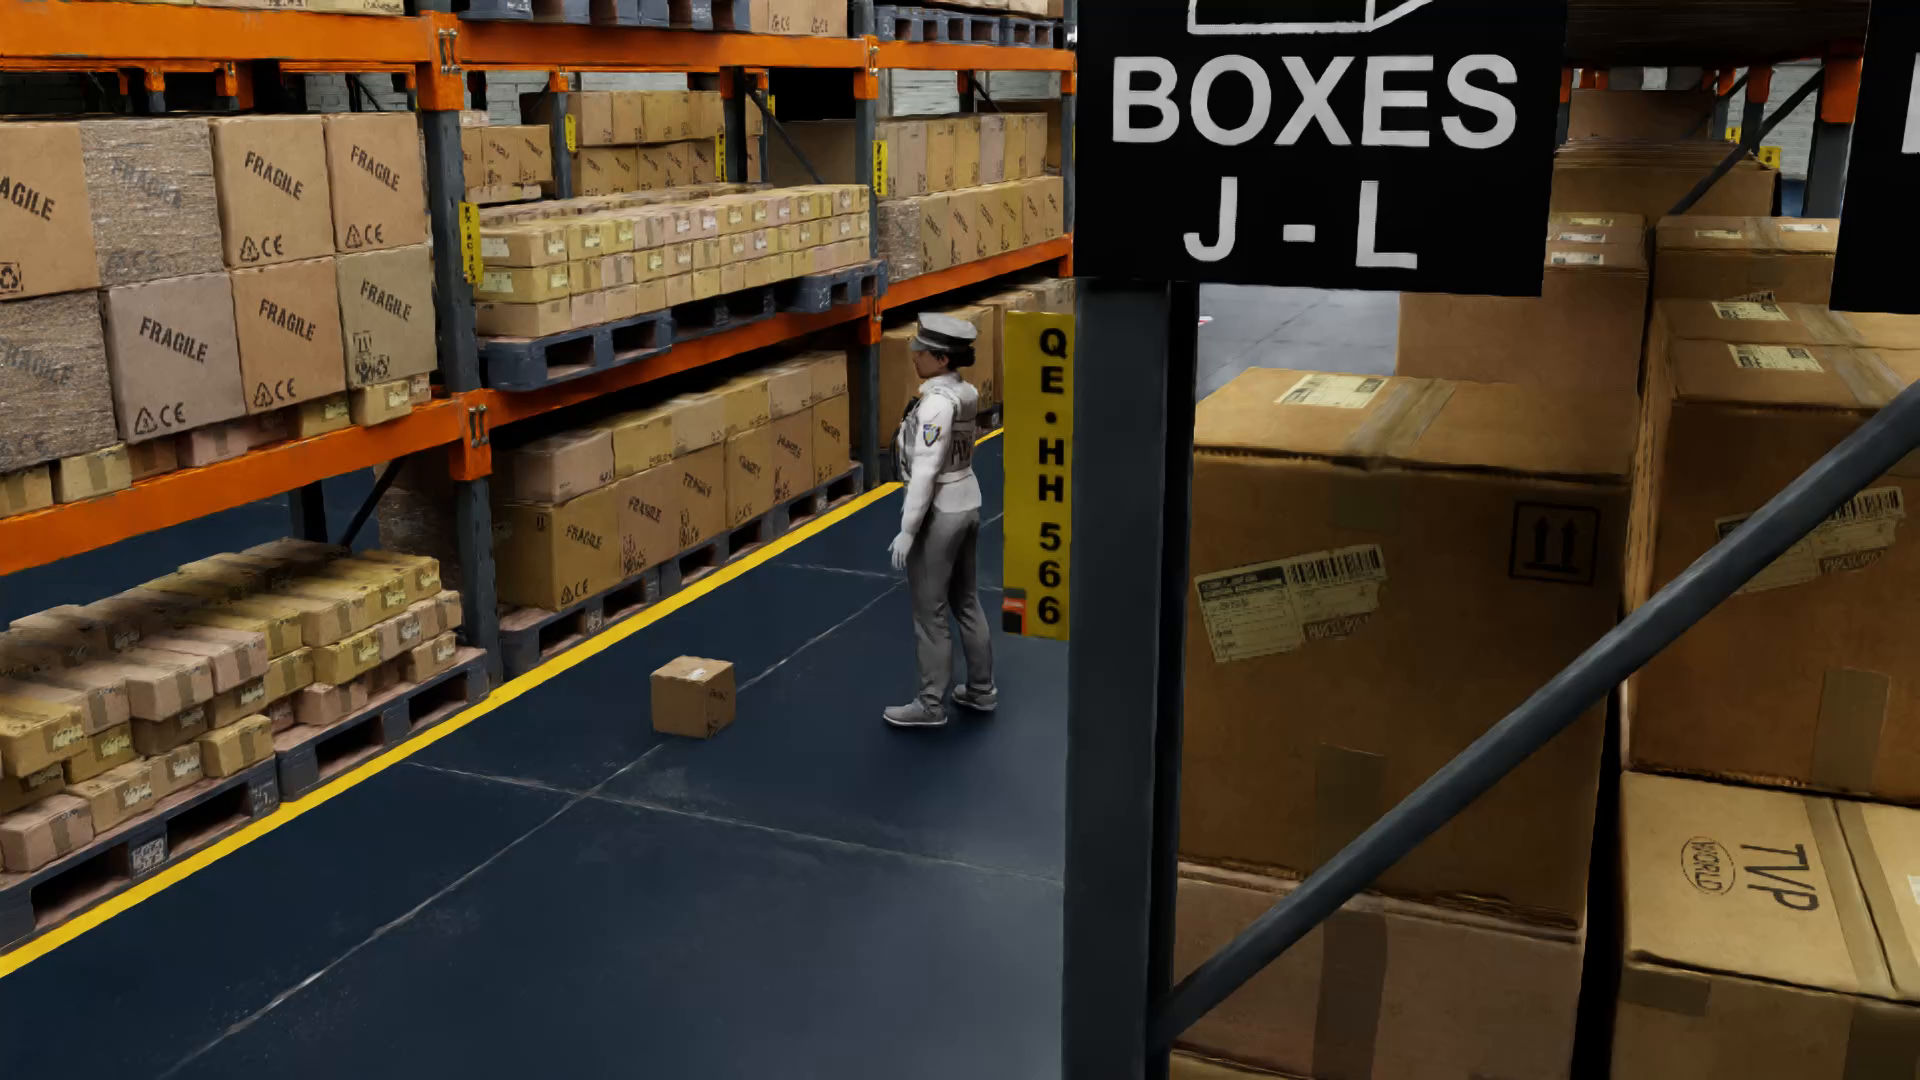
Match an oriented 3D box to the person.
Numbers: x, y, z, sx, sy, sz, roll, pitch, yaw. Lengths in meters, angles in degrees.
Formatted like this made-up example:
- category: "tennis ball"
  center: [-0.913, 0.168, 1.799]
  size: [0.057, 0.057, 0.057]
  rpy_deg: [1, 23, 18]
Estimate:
- category: "person"
  center: [-0.088, -0.070, 6.680]
  size: [0.423, 1.683, 0.603]
  rpy_deg: [5, 16, 19]
